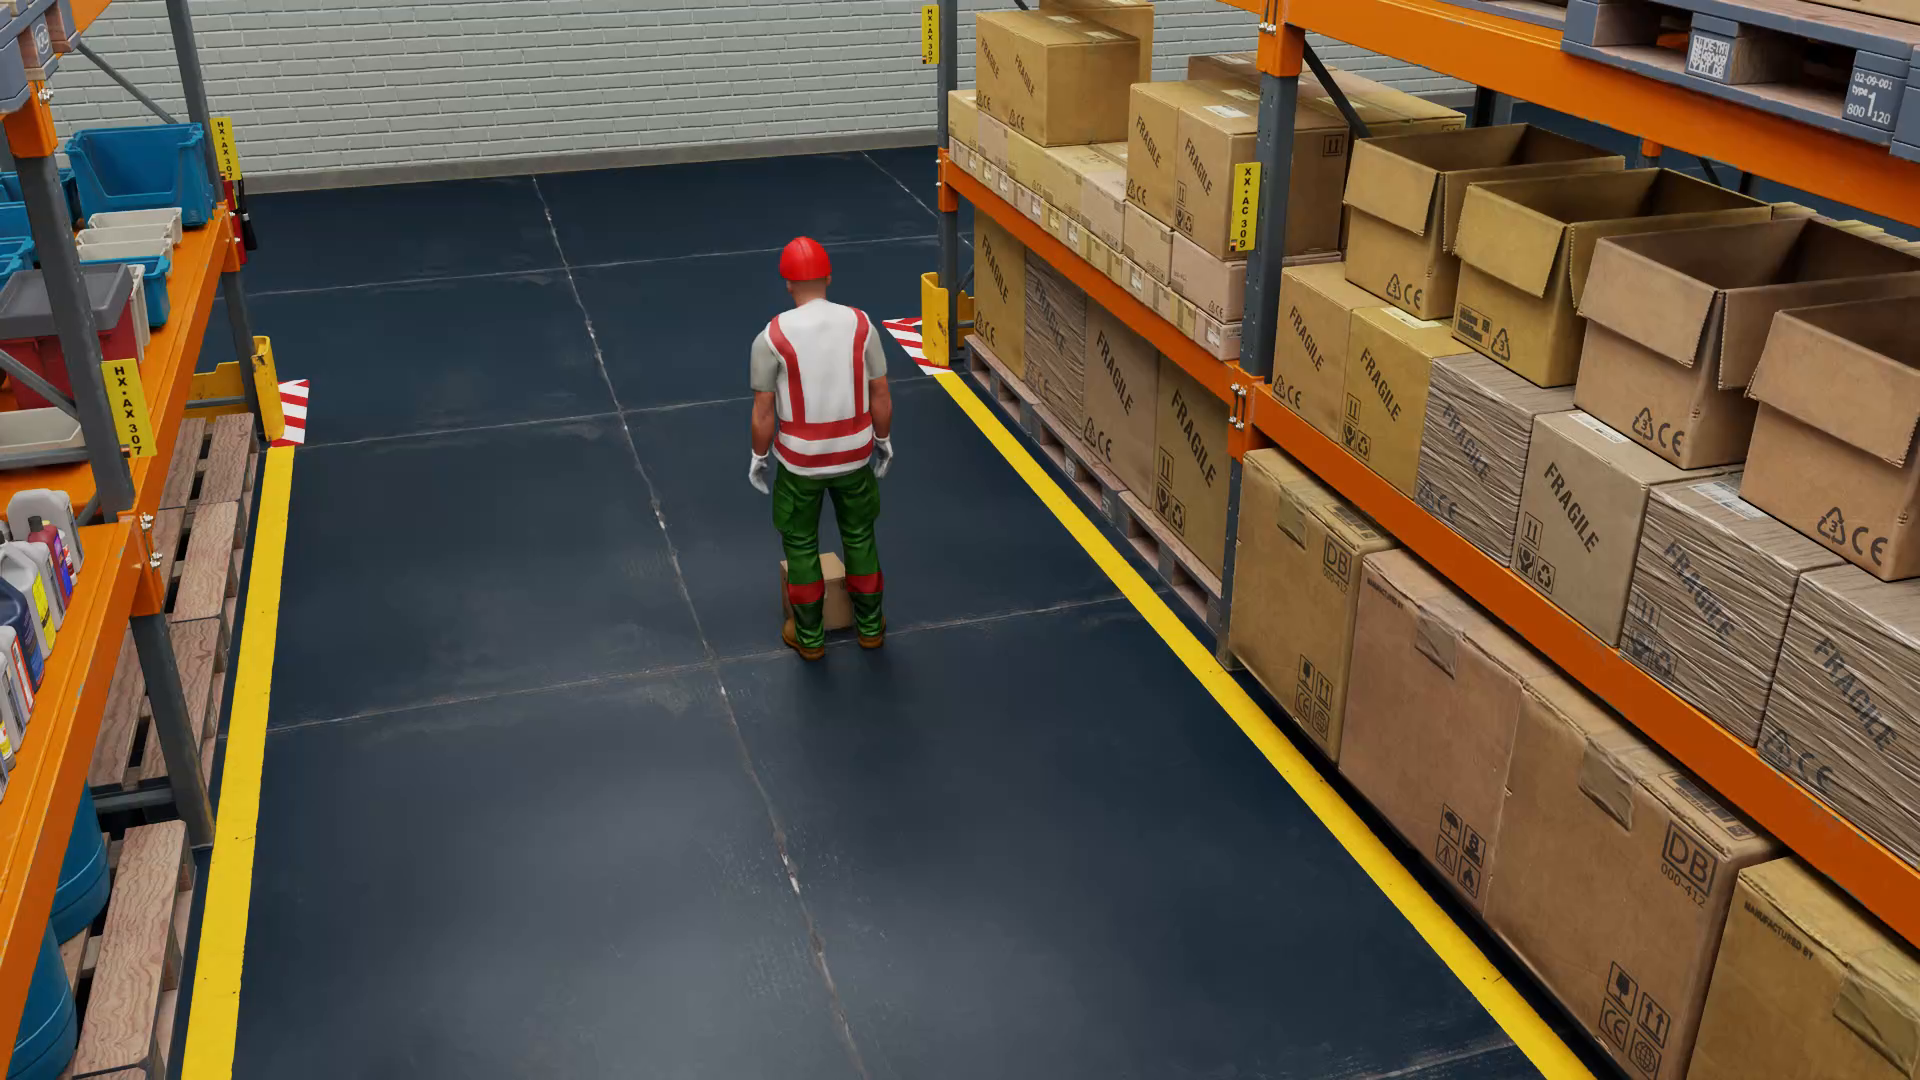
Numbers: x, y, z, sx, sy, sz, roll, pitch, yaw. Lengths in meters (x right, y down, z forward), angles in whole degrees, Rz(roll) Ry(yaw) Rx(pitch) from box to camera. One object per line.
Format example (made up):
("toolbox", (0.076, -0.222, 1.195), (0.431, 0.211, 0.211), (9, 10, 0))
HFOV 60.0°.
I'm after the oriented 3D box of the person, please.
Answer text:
("person", (-0.566, -0.355, 6.821), (0.611, 1.779, 0.455), (-8, 27, -17))
